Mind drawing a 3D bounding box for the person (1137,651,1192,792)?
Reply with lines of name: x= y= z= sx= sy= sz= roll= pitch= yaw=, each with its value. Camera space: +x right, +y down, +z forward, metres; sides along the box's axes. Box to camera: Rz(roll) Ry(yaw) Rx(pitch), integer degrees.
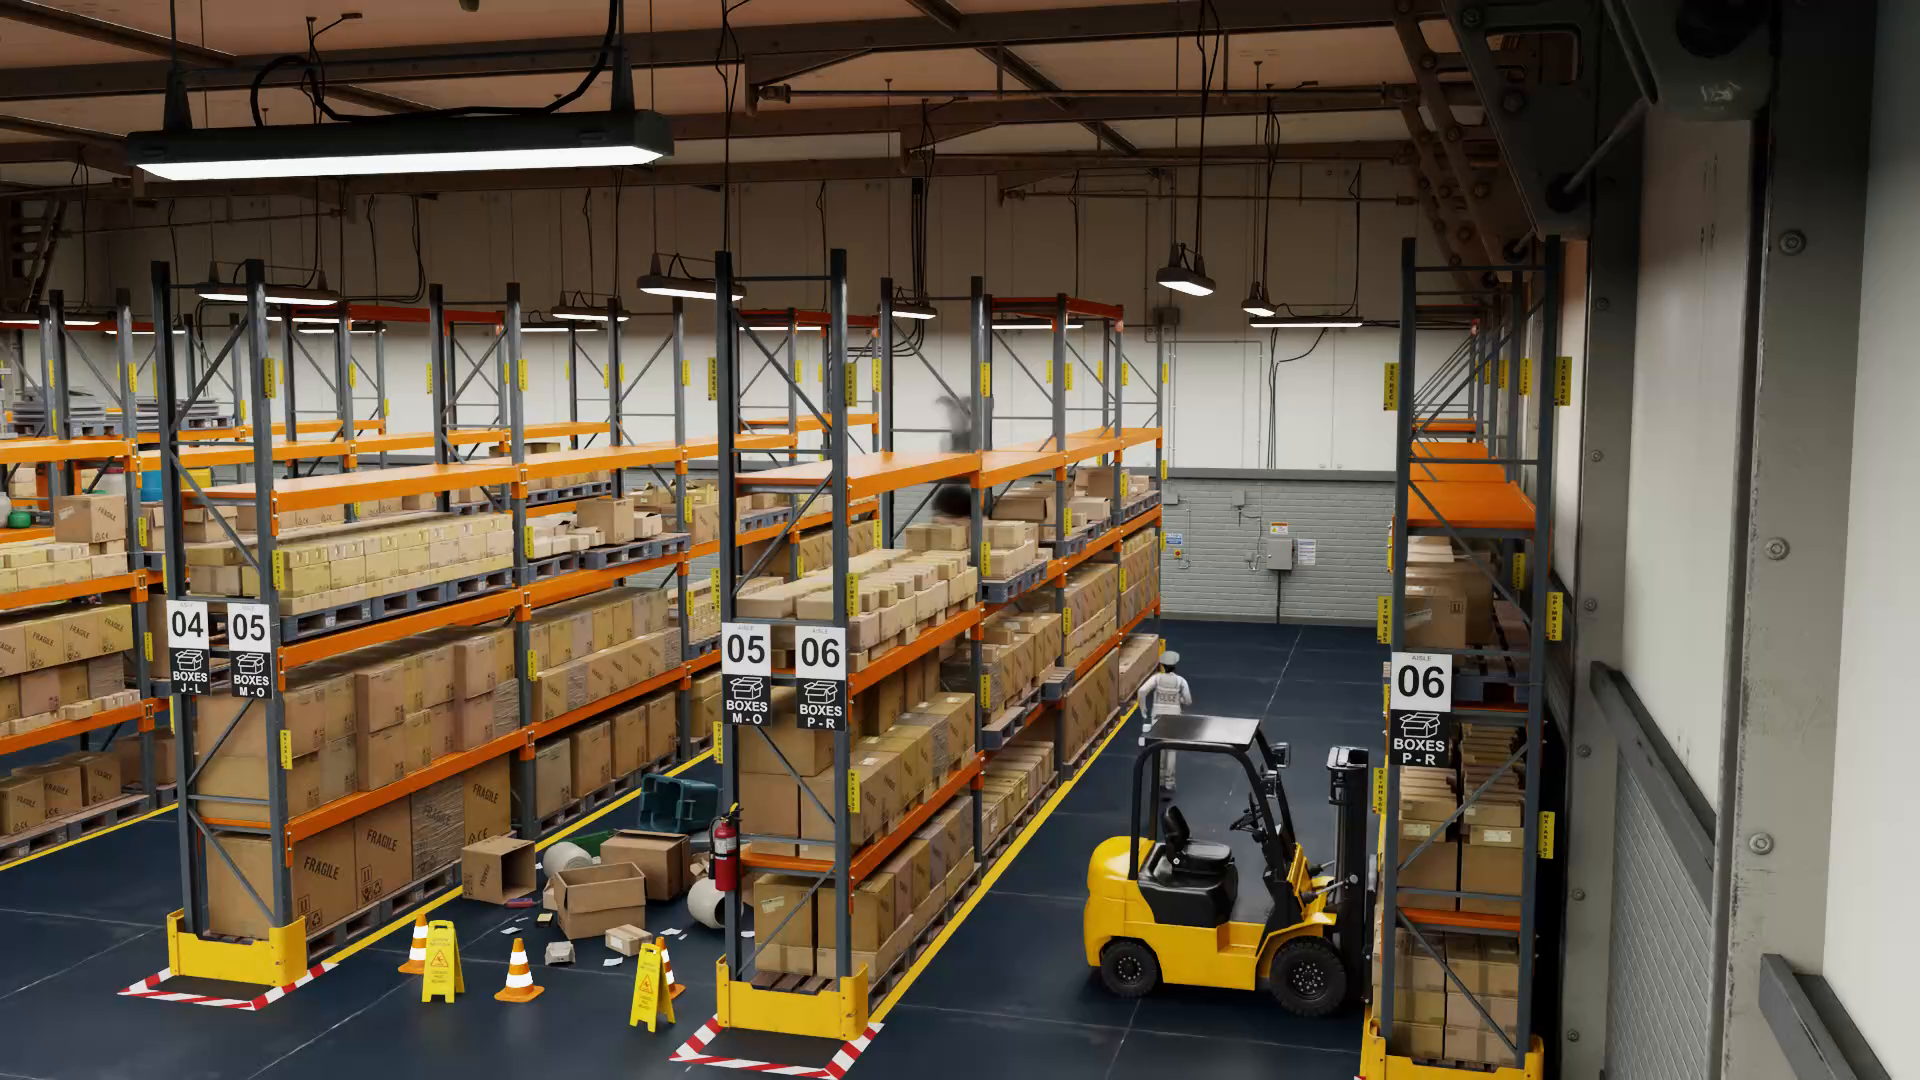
person: x=2.474 y=2.206 z=20.095 sx=0.620 sy=1.725 sz=0.856 roll=2 pitch=6 yaw=17
